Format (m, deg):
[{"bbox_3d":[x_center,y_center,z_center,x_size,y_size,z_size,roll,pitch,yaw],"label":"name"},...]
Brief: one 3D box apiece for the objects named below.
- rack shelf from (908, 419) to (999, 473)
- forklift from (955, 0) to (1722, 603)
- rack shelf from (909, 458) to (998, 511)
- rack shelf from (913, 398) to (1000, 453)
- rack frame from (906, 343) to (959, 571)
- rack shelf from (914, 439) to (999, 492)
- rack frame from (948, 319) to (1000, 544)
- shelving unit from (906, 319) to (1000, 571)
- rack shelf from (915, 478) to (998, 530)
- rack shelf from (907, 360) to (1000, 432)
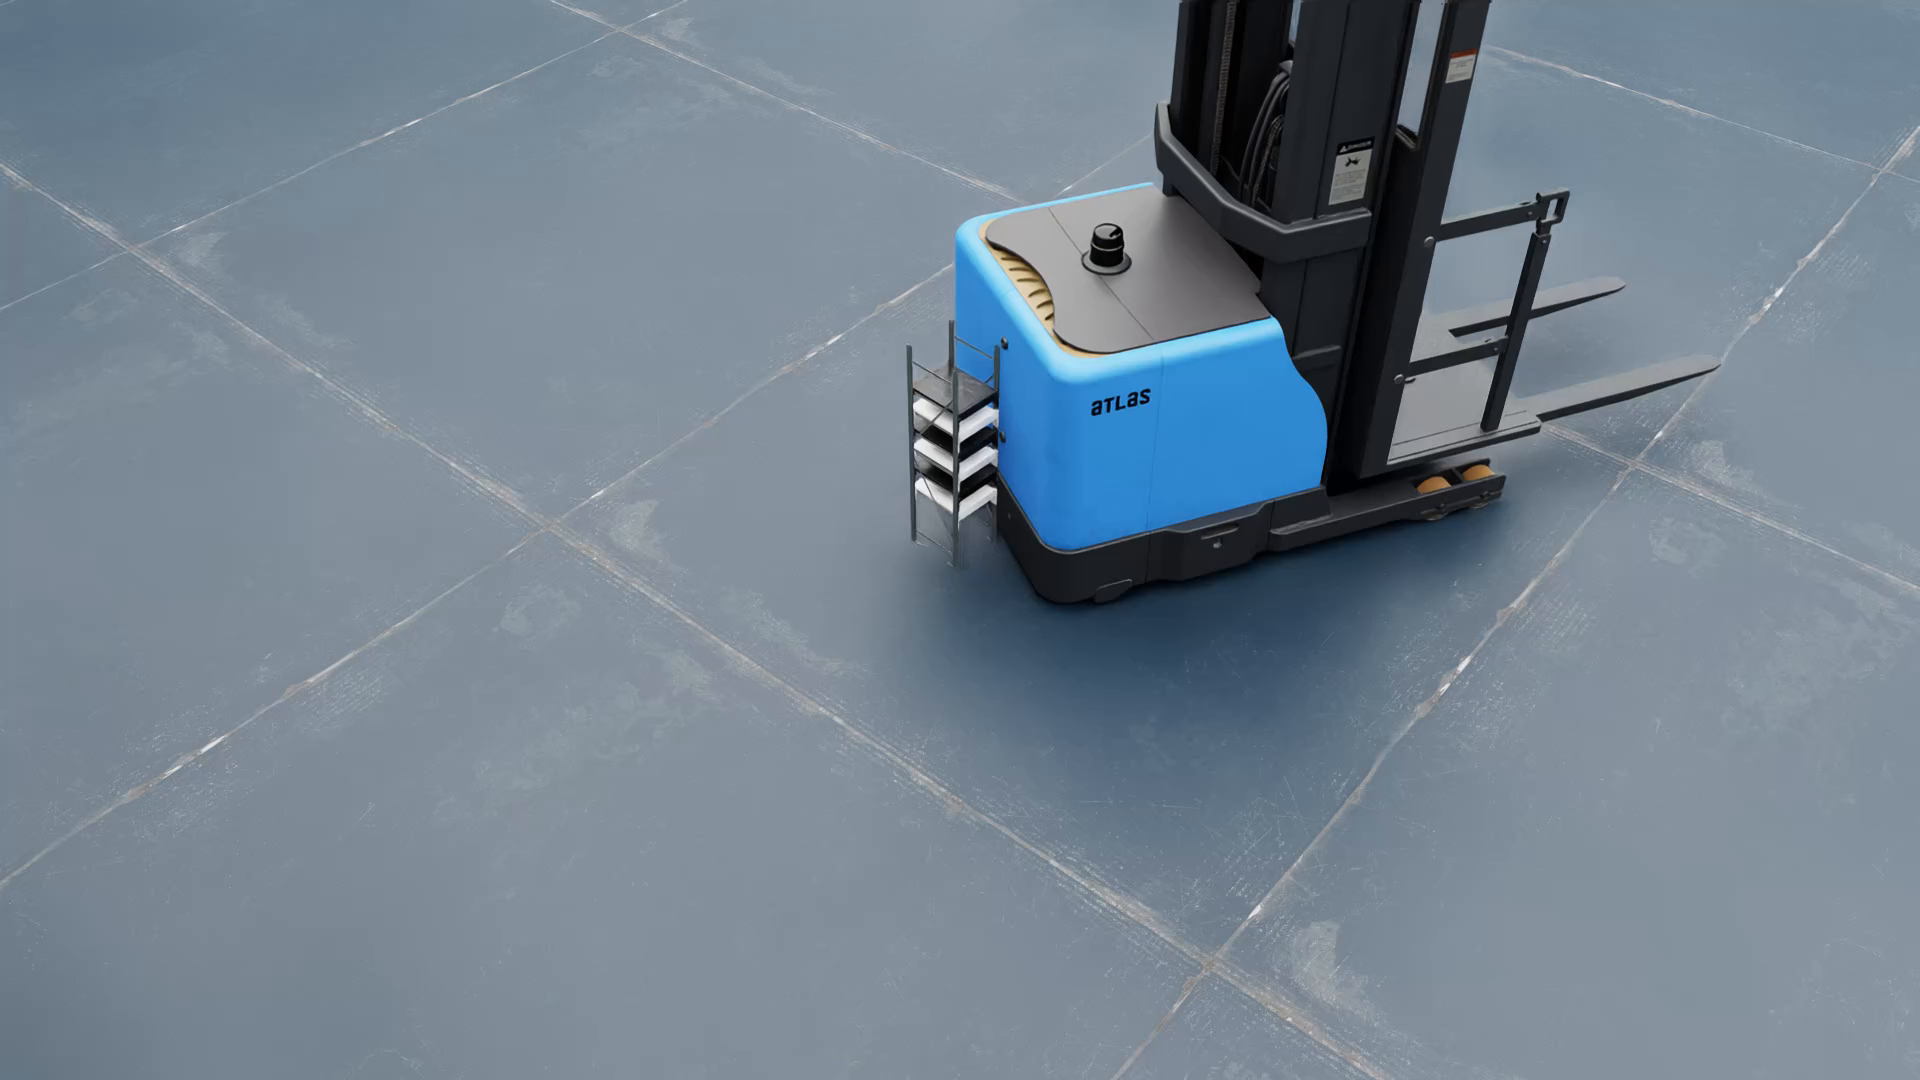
[{"bbox_3d":[-0.023,-0.368,5.902,0.258,0.077,0.200,33,52,31],"label":"rack shelf"},{"bbox_3d":[1.540,-1.478,5.697,3.031,2.935,1.130,-14,44,-15],"label":"forklift"},{"bbox_3d":[-0.023,-0.235,6.023,0.258,0.077,0.200,33,52,31],"label":"rack shelf"},{"bbox_3d":[-0.023,-0.435,5.841,0.258,0.077,0.200,33,52,31],"label":"rack shelf"},{"bbox_3d":[-0.094,-0.277,5.886,0.240,0.900,0.006,33,52,31],"label":"rack frame"},{"bbox_3d":[-0.023,-0.302,5.962,0.258,0.077,0.200,33,52,31],"label":"rack shelf"},{"bbox_3d":[0.048,-0.375,5.994,0.240,0.900,0.006,33,52,31],"label":"rack frame"},{"bbox_3d":[-0.023,-0.326,5.940,0.258,0.900,0.210,33,52,31],"label":"shelving unit"},{"bbox_3d":[-0.023,-0.169,6.084,0.258,0.077,0.200,33,52,31],"label":"rack shelf"},{"bbox_3d":[-0.023,-0.501,5.781,0.258,0.077,0.200,33,52,31],"label":"rack shelf"}]
